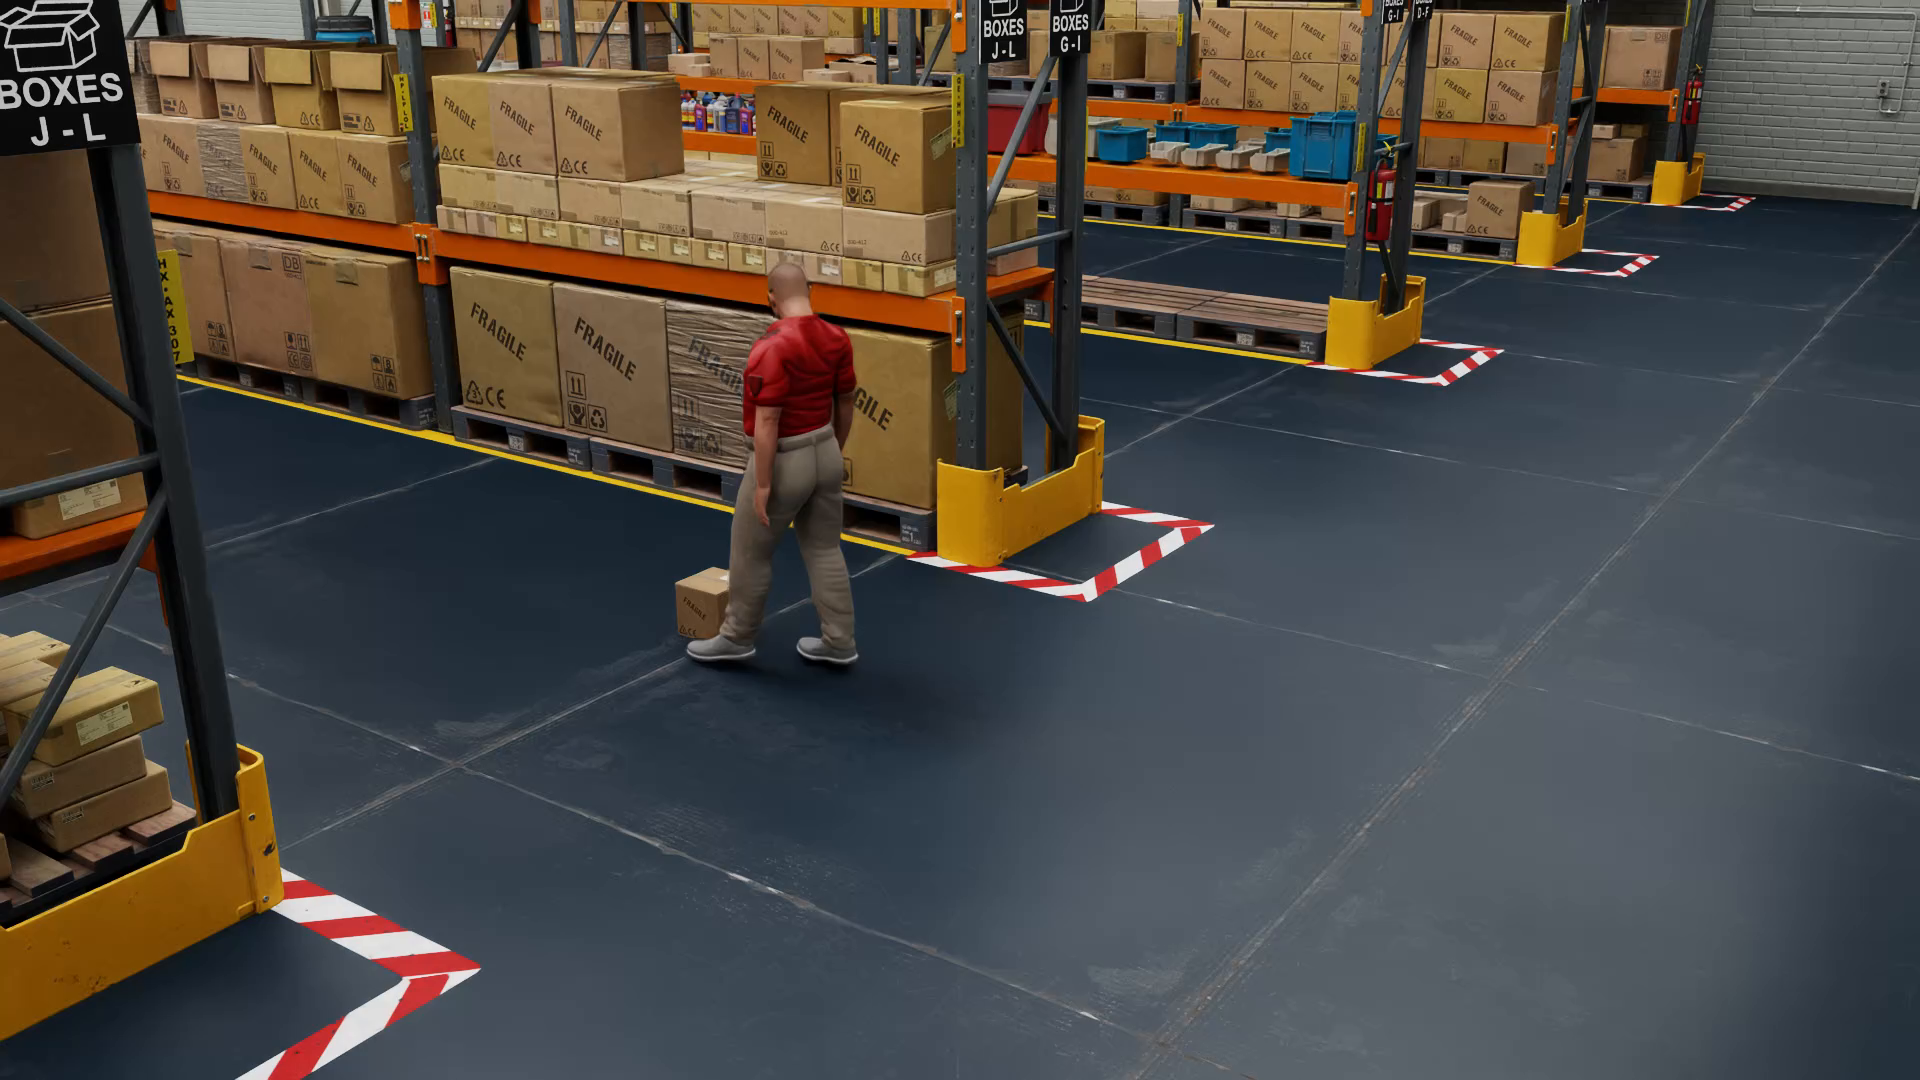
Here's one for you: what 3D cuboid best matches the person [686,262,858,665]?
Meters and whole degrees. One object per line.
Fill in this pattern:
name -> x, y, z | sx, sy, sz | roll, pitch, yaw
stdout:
person -> -0.764, -0.307, 6.914 | 0.679, 1.709, 0.581 | 16, 25, 38
